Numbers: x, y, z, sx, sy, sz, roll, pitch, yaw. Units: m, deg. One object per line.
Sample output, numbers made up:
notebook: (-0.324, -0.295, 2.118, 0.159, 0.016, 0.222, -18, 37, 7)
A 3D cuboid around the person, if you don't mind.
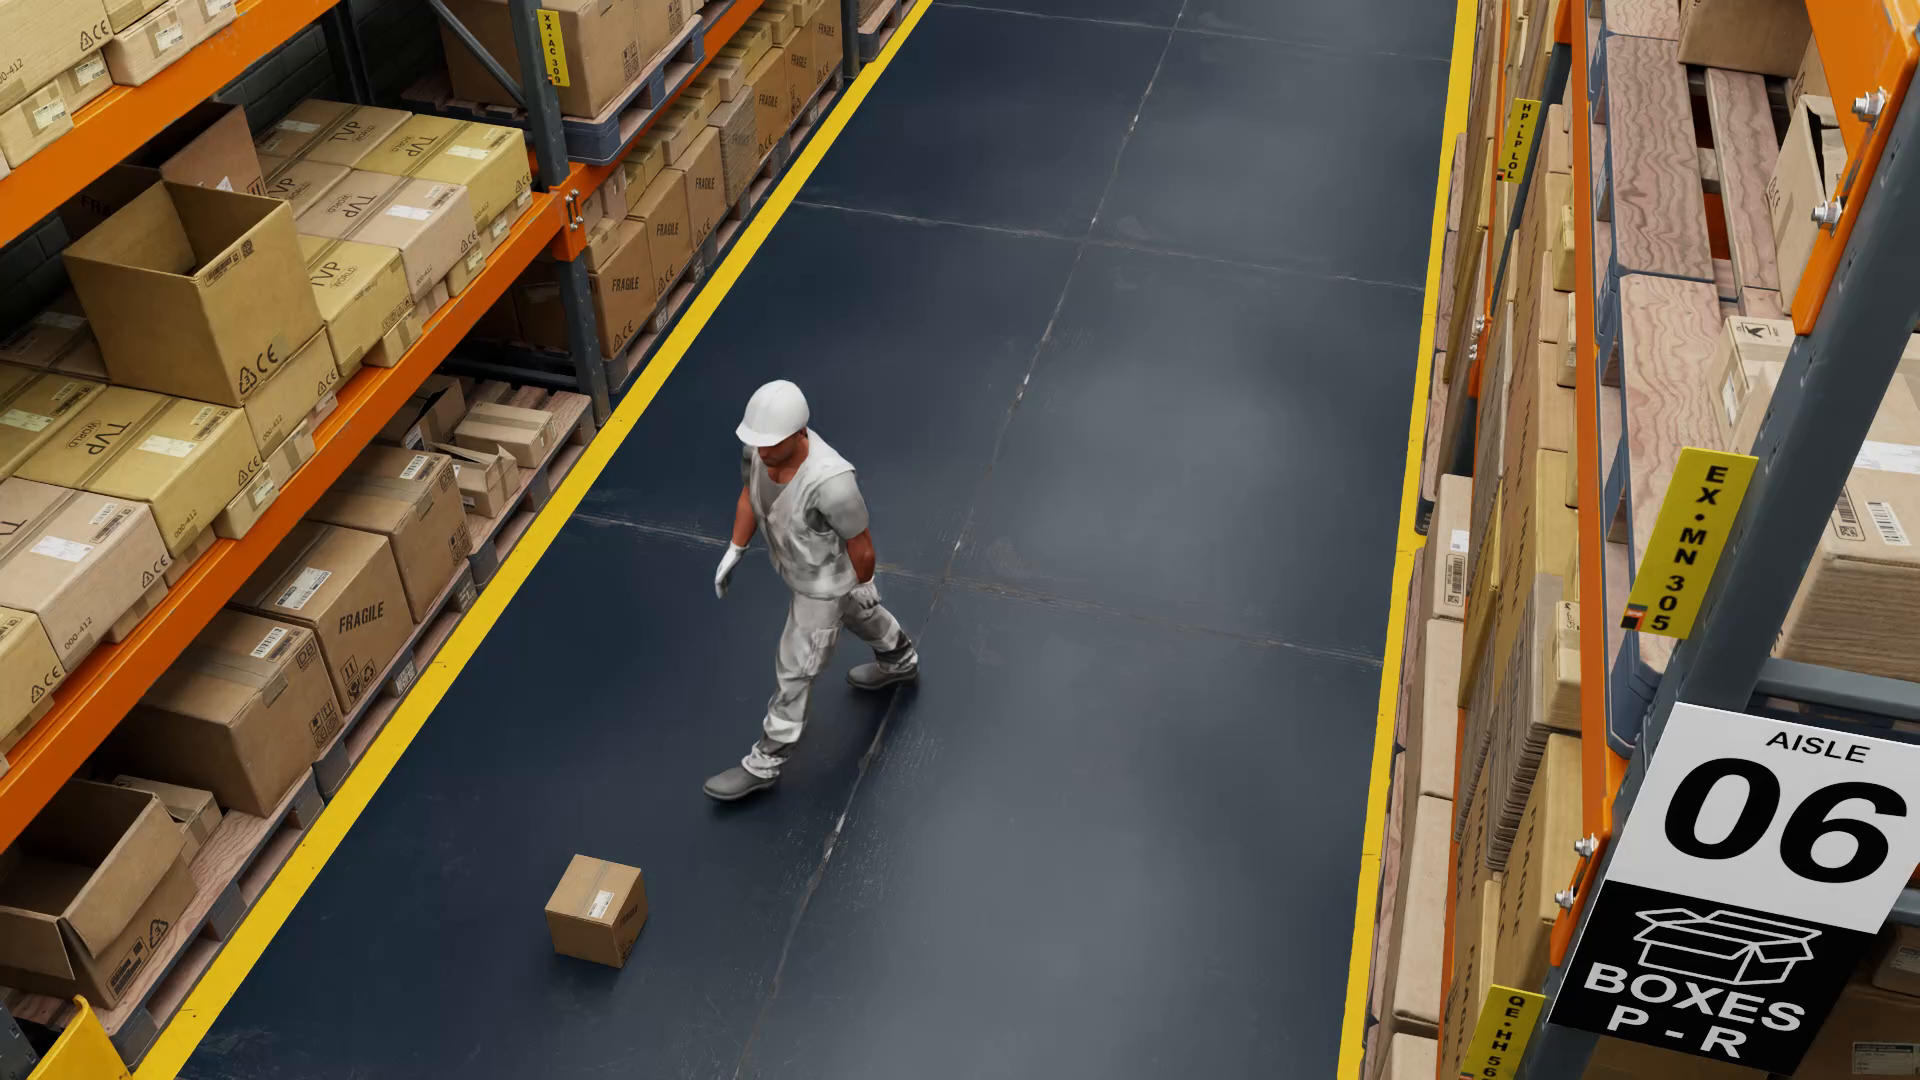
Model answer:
person: (-0.582, 0.116, 6.013, 1.045, 1.725, 0.526, -22, 45, -24)
